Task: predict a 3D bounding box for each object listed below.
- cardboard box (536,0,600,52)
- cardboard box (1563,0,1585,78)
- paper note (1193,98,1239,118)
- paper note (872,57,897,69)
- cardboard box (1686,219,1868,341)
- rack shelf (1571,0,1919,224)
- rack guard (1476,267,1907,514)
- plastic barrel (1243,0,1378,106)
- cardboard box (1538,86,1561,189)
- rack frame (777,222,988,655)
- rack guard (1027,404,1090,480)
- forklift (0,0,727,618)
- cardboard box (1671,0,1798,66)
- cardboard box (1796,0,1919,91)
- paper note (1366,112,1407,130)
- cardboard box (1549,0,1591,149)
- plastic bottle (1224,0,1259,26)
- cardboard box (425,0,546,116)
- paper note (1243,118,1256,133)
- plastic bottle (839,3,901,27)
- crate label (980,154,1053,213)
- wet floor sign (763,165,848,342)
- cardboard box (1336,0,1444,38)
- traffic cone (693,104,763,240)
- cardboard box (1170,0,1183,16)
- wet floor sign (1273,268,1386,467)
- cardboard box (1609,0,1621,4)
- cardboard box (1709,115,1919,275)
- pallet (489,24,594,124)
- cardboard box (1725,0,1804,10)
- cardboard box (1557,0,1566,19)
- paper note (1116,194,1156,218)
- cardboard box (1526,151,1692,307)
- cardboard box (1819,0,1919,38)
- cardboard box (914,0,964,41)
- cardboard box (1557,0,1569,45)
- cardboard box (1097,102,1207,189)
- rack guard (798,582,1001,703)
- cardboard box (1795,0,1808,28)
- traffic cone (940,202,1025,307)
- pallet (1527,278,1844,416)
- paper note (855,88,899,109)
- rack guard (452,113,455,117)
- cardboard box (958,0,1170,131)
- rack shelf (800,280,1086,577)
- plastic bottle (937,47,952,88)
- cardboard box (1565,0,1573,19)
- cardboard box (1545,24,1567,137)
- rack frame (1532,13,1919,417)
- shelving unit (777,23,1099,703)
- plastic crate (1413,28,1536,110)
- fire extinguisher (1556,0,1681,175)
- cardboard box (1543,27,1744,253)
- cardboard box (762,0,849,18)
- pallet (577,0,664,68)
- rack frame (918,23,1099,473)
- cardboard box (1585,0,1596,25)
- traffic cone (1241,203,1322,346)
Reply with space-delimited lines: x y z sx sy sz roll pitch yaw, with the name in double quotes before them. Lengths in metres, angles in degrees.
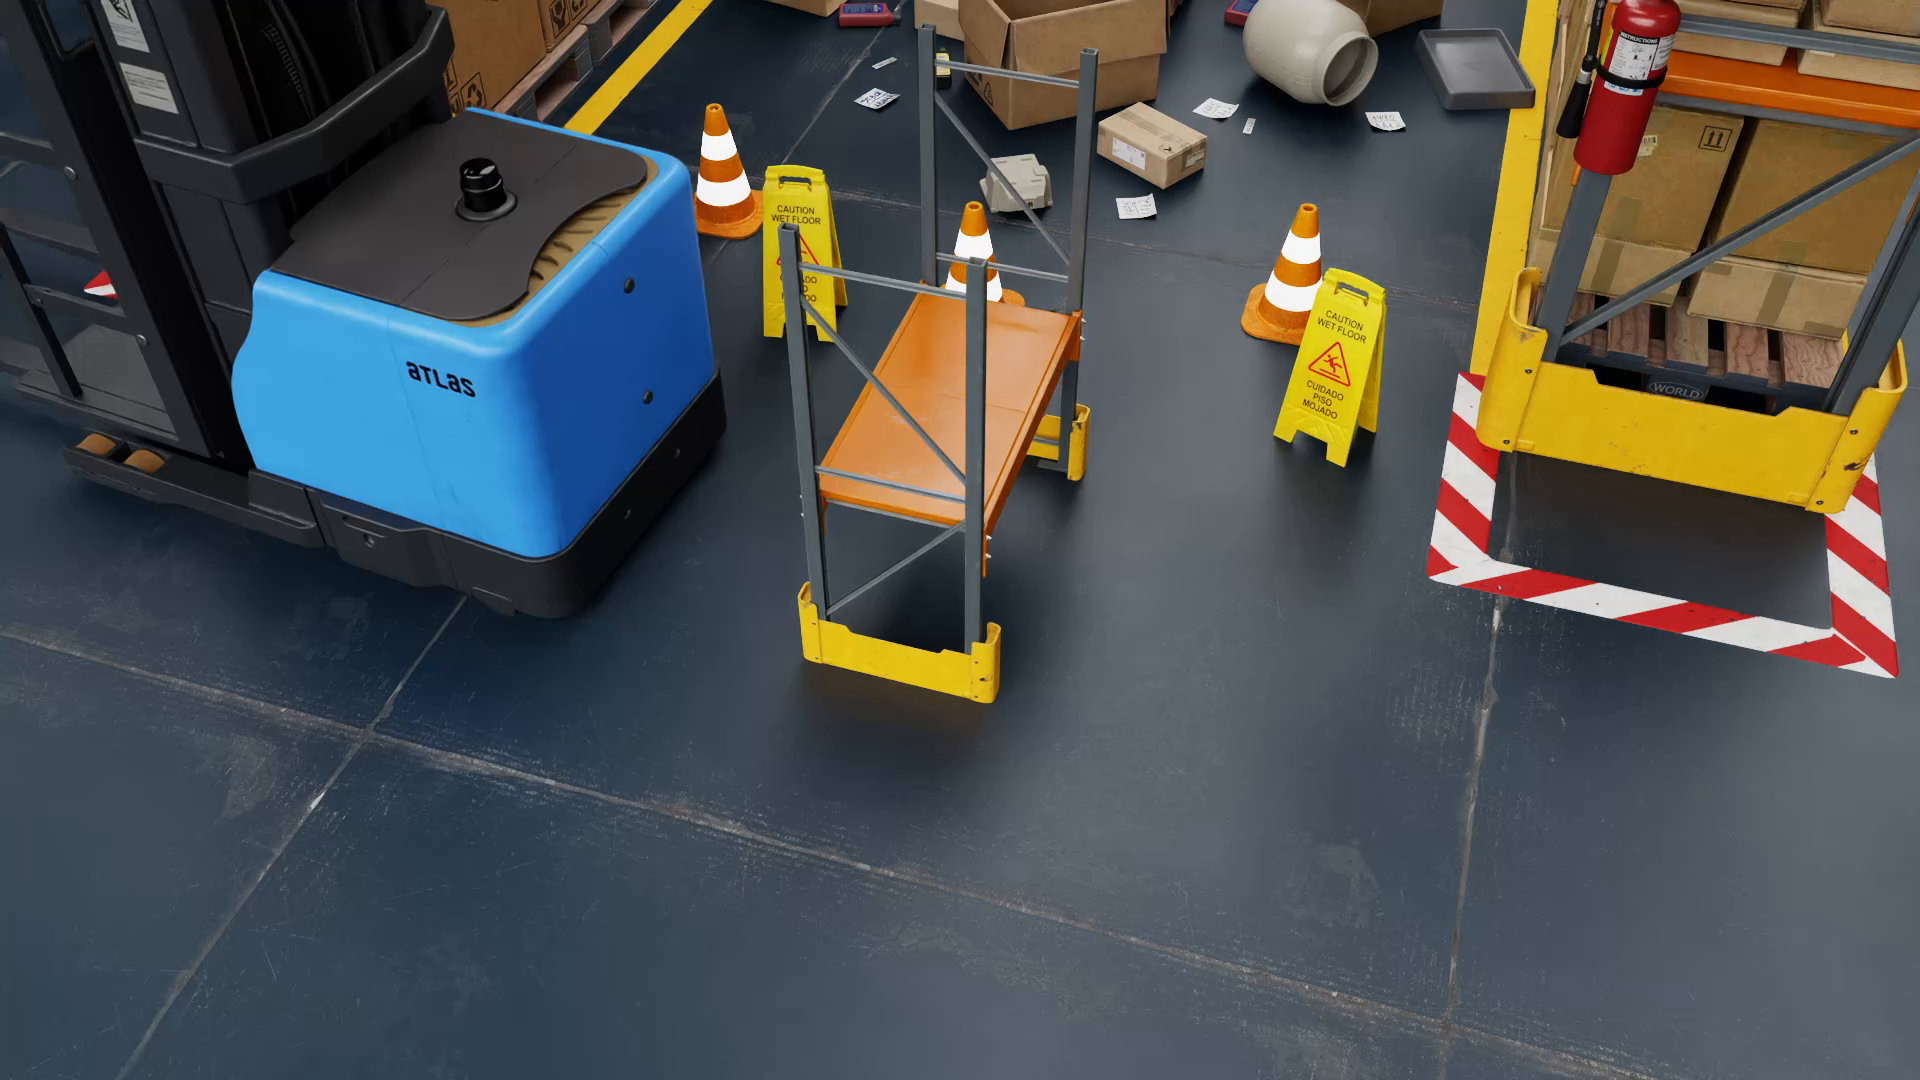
"cardboard box" -2.031 -2.756 7.141 0.875 0.875 0.875 12 46 12
"cardboard box" 2.619 -2.040 6.319 0.500 0.500 0.500 12 46 12
"paper note" 1.100 -1.852 7.129 0.148 0.019 0.142 28 51 26
"paper note" -0.336 -2.128 7.418 0.123 0.001 0.032 -33 53 -29
"cardboard box" 2.818 -0.978 5.770 0.500 0.250 0.500 12 46 12
"rack shelf" 2.916 -2.408 6.080 1.077 0.370 4.000 13 46 13
"rack guard" 2.333 -0.489 5.392 1.175 0.500 0.348 13 46 13
"plastic barrel" 1.493 -2.108 7.102 0.421 0.421 0.512 -24 49 -22
"cardboard box" 2.463 -1.438 6.241 0.500 0.250 0.500 13 46 13
"rack frame" -0.180 -0.140 4.321 0.500 1.500 0.032 13 46 13
"rack guard" 0.128 -0.370 5.450 0.587 0.250 0.087 13 46 13
"forklift" -2.341 -1.495 4.683 3.031 2.935 1.130 17 47 16
"cardboard box" 2.220 -1.536 4.855 0.380 0.149 0.250 14 46 14
"cardboard box" 2.610 -1.424 4.741 0.380 0.149 0.250 13 46 13
"paper note" 1.807 -1.784 7.051 0.142 0.019 0.148 -2 44 -2
"cardboard box" 2.459 -1.705 5.977 0.500 0.500 0.500 14 46 14
"plastic bottle" 1.343 -2.485 7.745 0.133 0.061 0.283 20 48 19
"cardboard box" -2.296 -2.169 6.541 0.875 0.875 0.875 13 46 13
"paper note" 1.224 -1.752 7.033 0.032 0.001 0.123 13 46 13
"plastic bottle" -0.415 -2.427 7.687 0.283 0.061 0.133 -2 44 -2
"crate label" 0.229 -1.414 6.597 0.250 0.136 0.298 -9 45 -9
"wet floor sign" -0.560 -1.033 5.844 0.267 0.644 0.232 5 45 5
"cardboard box" 1.900 -2.679 7.629 0.500 0.500 0.500 -24 49 -22
"traffic cone" -0.924 -1.459 6.410 0.336 0.463 0.334 13 46 13
"cardboard box" 0.705 -2.820 7.675 0.797 0.637 0.503 13 46 13
"wet floor sign" 1.233 -0.590 5.392 0.267 0.644 0.232 28 51 26
"cardboard box" 2.191 -1.729 5.052 0.380 0.149 0.250 12 46 12
"cardboard box" 2.825 -1.262 5.525 0.500 0.500 0.500 11 45 11
"pallet" -2.270 -1.865 7.006 1.003 0.211 1.213 13 46 13
"cardboard box" 2.212 -1.894 4.756 0.500 0.500 0.500 12 46 12
"cardboard box" 2.935 -2.471 7.296 0.500 0.250 0.500 15 46 15
"paper note" 0.699 -1.322 6.579 0.148 0.019 0.142 -2 44 -2
"cardboard box" 2.306 -1.111 5.906 0.500 0.250 0.500 12 46 12
"cardboard box" 2.718 -1.731 4.590 0.500 0.500 0.500 12 46 12
"cardboard box" 0.008 -2.466 7.580 0.396 0.266 0.258 20 48 19
"cardboard box" 2.777 -2.117 6.934 0.500 0.250 0.500 12 46 12
"cardboard box" 0.782 -1.614 6.793 0.250 0.149 0.380 -33 53 -29
"rack guard" -0.174 0.293 4.771 0.587 0.250 0.087 13 46 13
"cardboard box" 2.673 -1.596 4.916 0.380 0.149 0.250 13 46 13
"traffic cone" 0.050 -0.993 5.934 0.336 0.463 0.334 13 46 13
"pallet" 2.613 -0.920 6.039 1.003 0.211 1.213 13 46 13
"paper note" -0.358 -1.909 7.180 0.144 0.017 0.142 28 51 26
"rack guard" -2.445 -1.403 6.327 1.175 0.500 0.348 13 46 13
"cardboard box" 0.429 -2.146 7.084 0.797 0.503 0.637 -16 47 -16
"rack shelf" -0.026 -0.351 4.793 0.538 0.185 1.000 13 46 13
"plastic bottle" -0.108 -2.091 7.343 0.133 0.061 0.283 -2 44 -2
"cardboard box" 2.776 -2.393 6.680 0.500 0.500 0.500 15 46 15
"cardboard box" 2.616 -1.788 6.599 0.500 0.250 0.500 11 45 11
"rack frame" 2.310 -1.332 4.466 1.000 3.000 0.127 13 46 13
"shelving unit" -0.023 -0.485 4.674 0.587 1.500 1.083 13 46 13
"plastic crate" 2.265 -2.081 7.320 0.402 0.080 0.583 -2 44 -2
"fire extinguisher" 1.836 -1.325 4.515 0.296 0.674 0.183 13 46 13
"cardboard box" 2.304 -1.356 5.621 0.500 0.500 0.500 13 46 13
"cardboard box" -0.719 -2.834 7.787 0.500 0.500 0.500 20 48 19
"pallet" -1.899 -2.676 7.834 1.003 0.211 1.213 13 46 13
"rack frame" 0.128 -0.818 5.014 0.500 1.500 0.032 13 46 13
"cardboard box" 2.352 -1.847 5.658 0.380 0.149 0.250 14 46 14
"traffic cone" 1.211 -0.985 5.925 0.336 0.463 0.334 13 46 13
